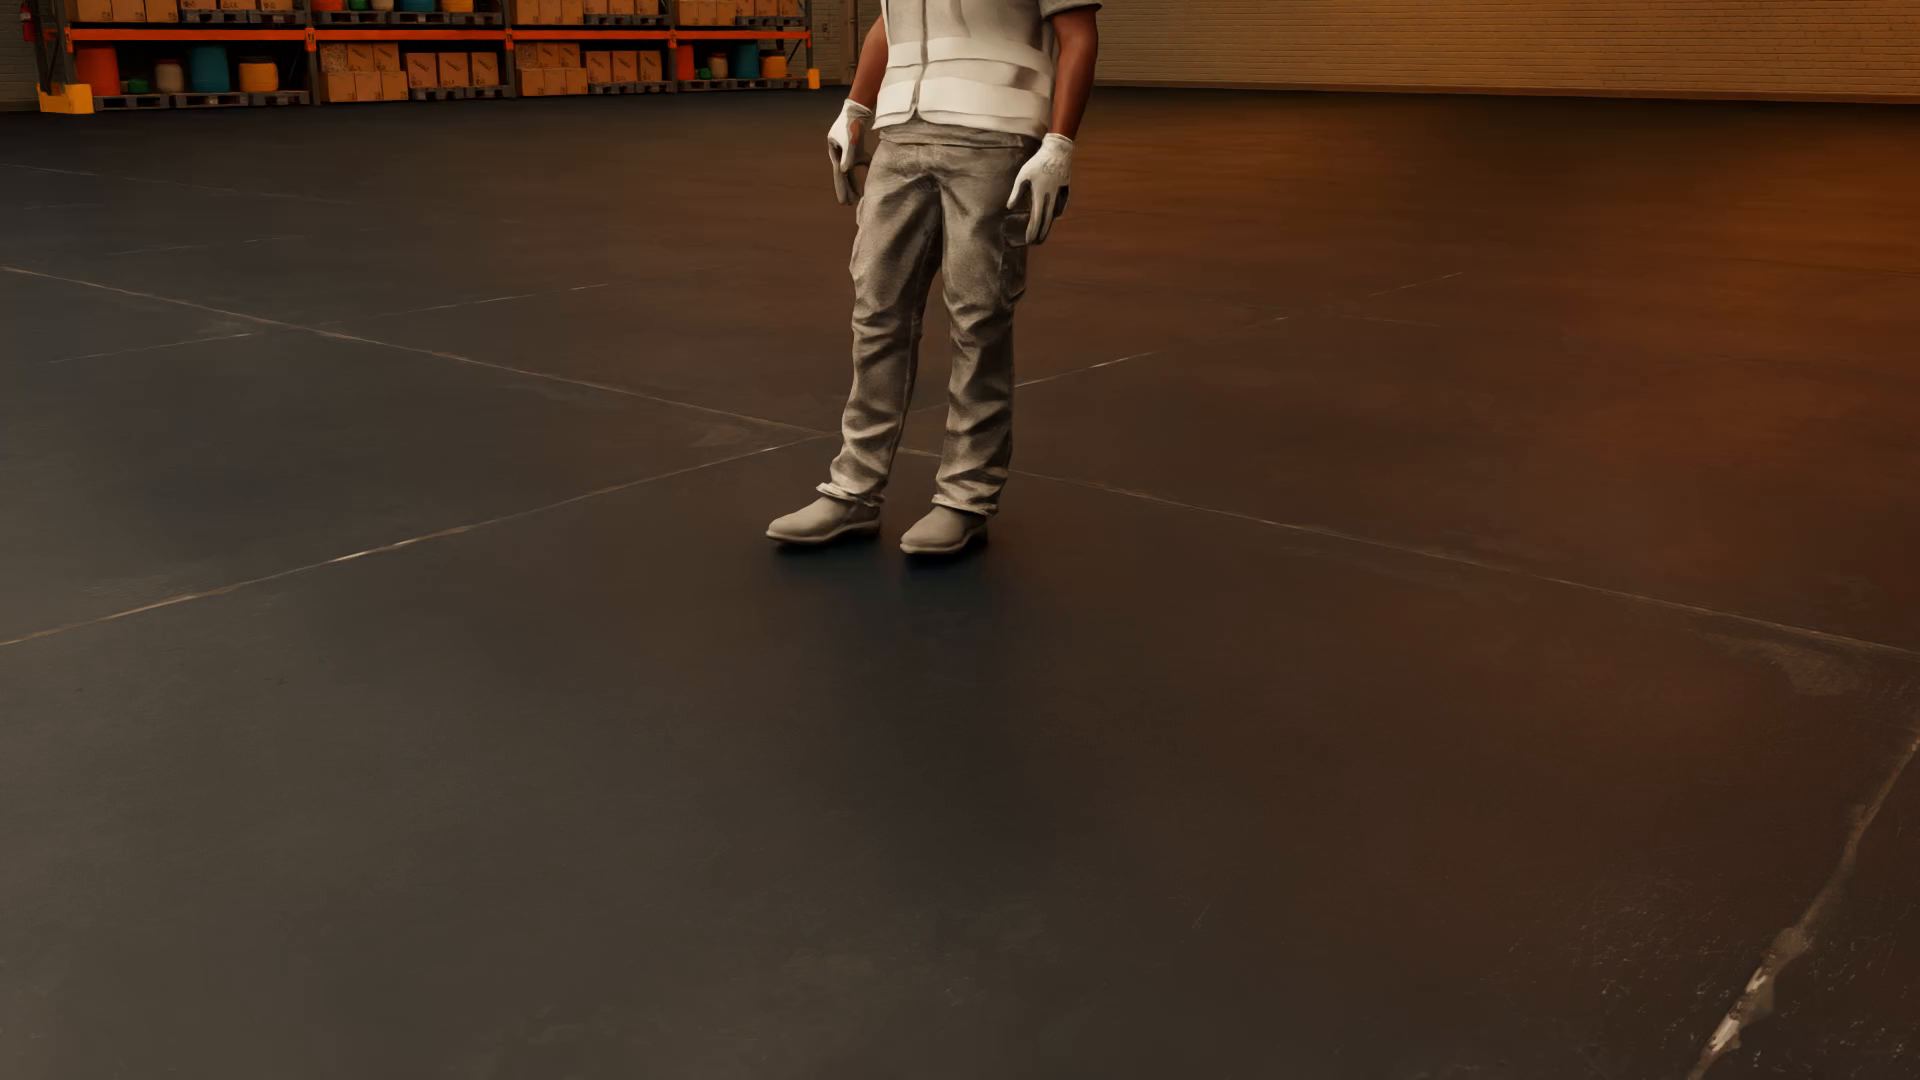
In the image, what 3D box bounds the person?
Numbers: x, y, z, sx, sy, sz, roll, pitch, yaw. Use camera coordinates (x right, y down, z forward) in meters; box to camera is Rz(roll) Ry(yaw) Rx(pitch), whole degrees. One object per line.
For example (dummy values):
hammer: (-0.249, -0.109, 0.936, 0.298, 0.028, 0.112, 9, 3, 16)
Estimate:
person: (-0.052, -0.846, 3.633, 0.656, 1.782, 0.577, 13, 21, 37)
